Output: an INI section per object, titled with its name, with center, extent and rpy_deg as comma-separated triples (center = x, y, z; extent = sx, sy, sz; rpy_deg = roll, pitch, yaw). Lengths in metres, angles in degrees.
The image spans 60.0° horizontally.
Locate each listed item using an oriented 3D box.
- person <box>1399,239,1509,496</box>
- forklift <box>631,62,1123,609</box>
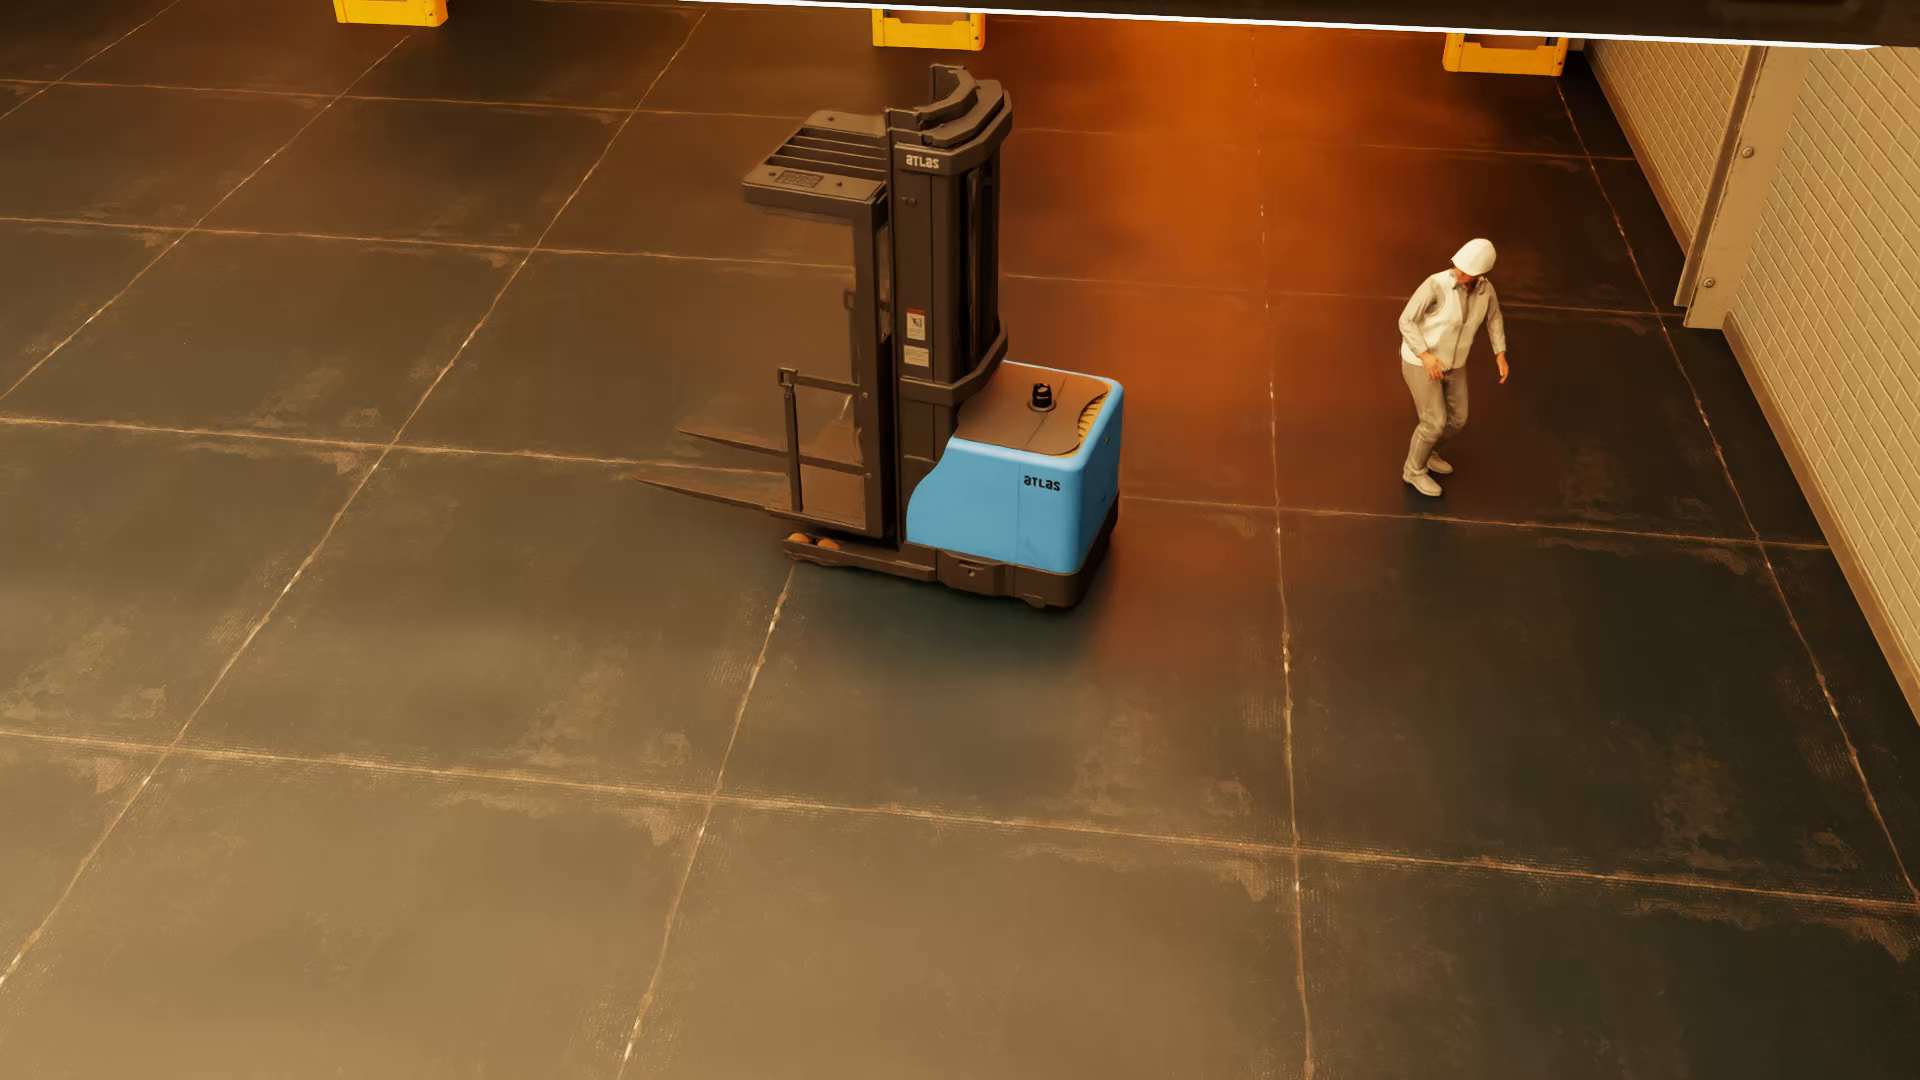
[person]
center = 3.130, -1.133, 10.603
extent = 0.745, 1.727, 0.522
rpy_deg = -17, 40, -22
[forklift]
center = -0.577, -1.298, 9.790
extent = 3.031, 2.935, 1.130
rpy_deg = 12, 38, 15
